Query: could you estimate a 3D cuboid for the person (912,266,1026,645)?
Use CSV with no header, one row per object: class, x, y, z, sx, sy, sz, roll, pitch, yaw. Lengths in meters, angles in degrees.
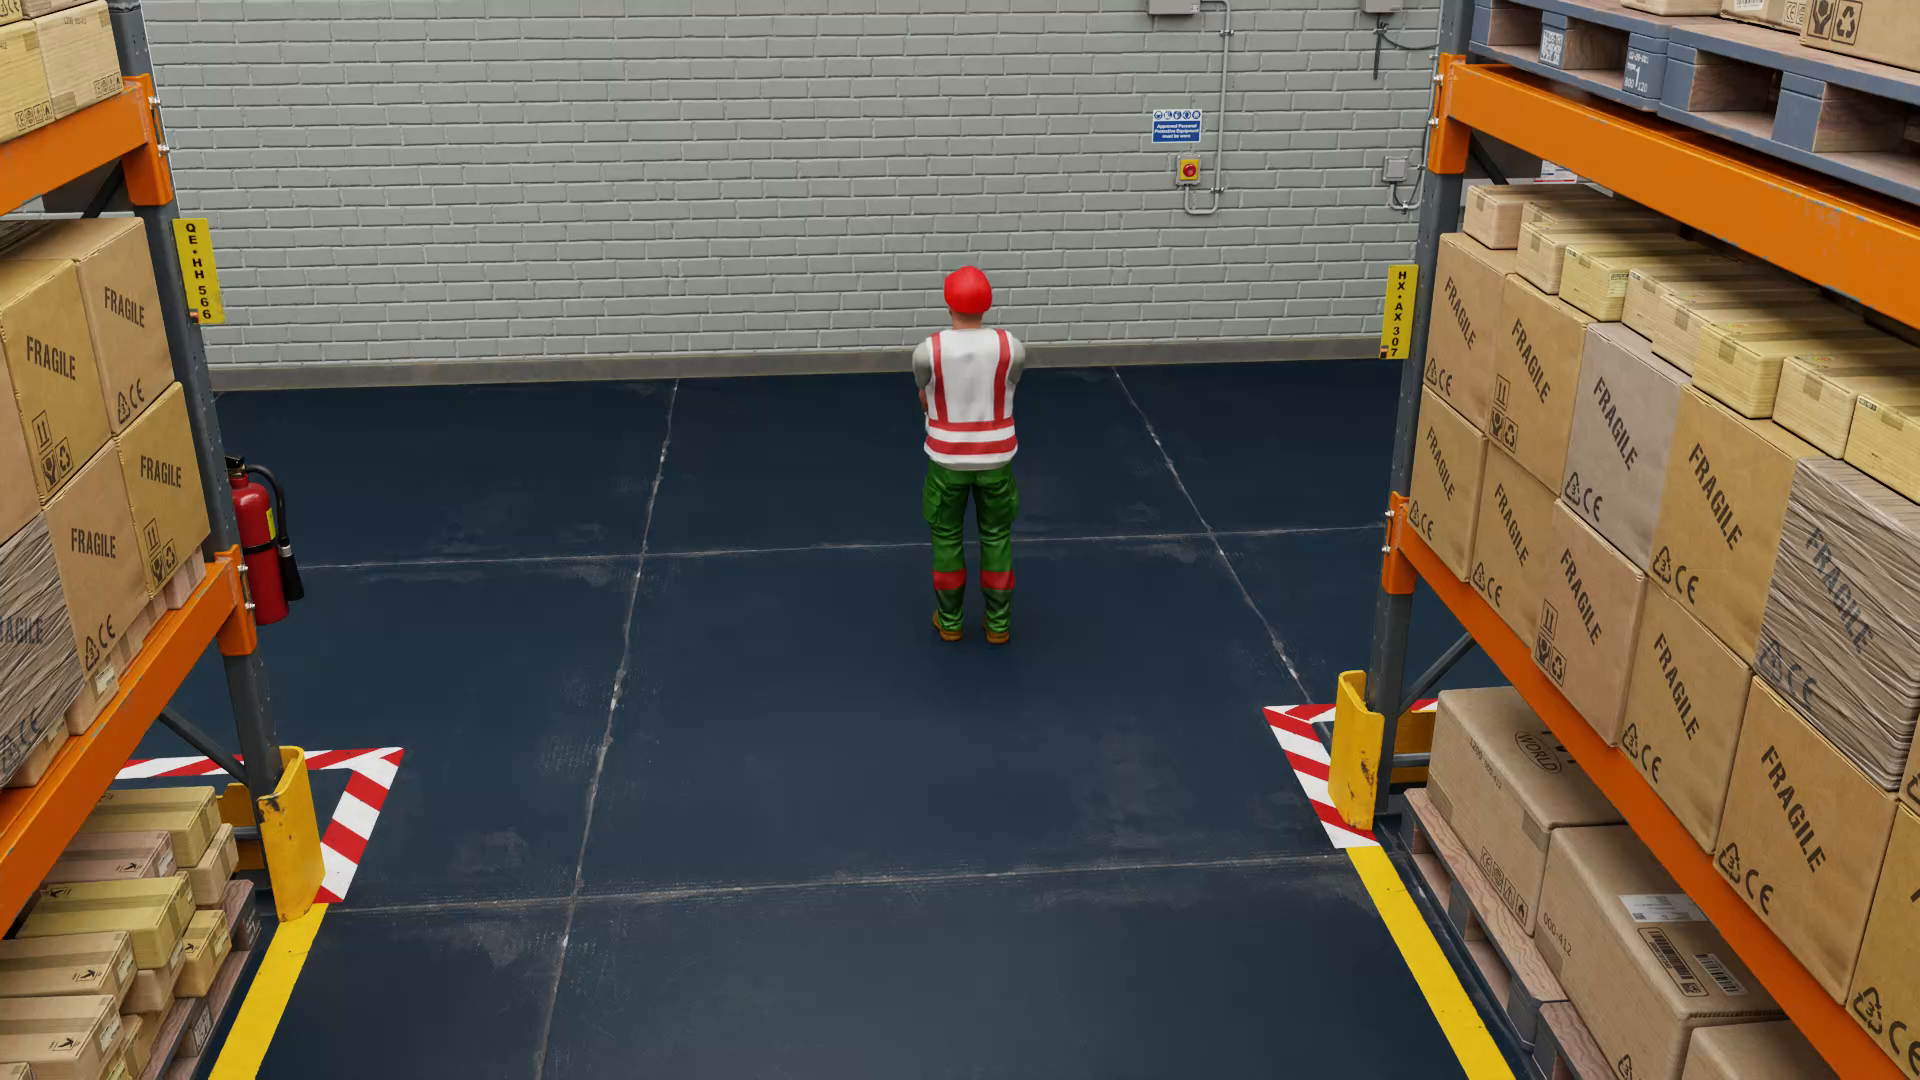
person,0.028,-0.402,7.501,0.493,1.782,0.574,-2,24,-5
